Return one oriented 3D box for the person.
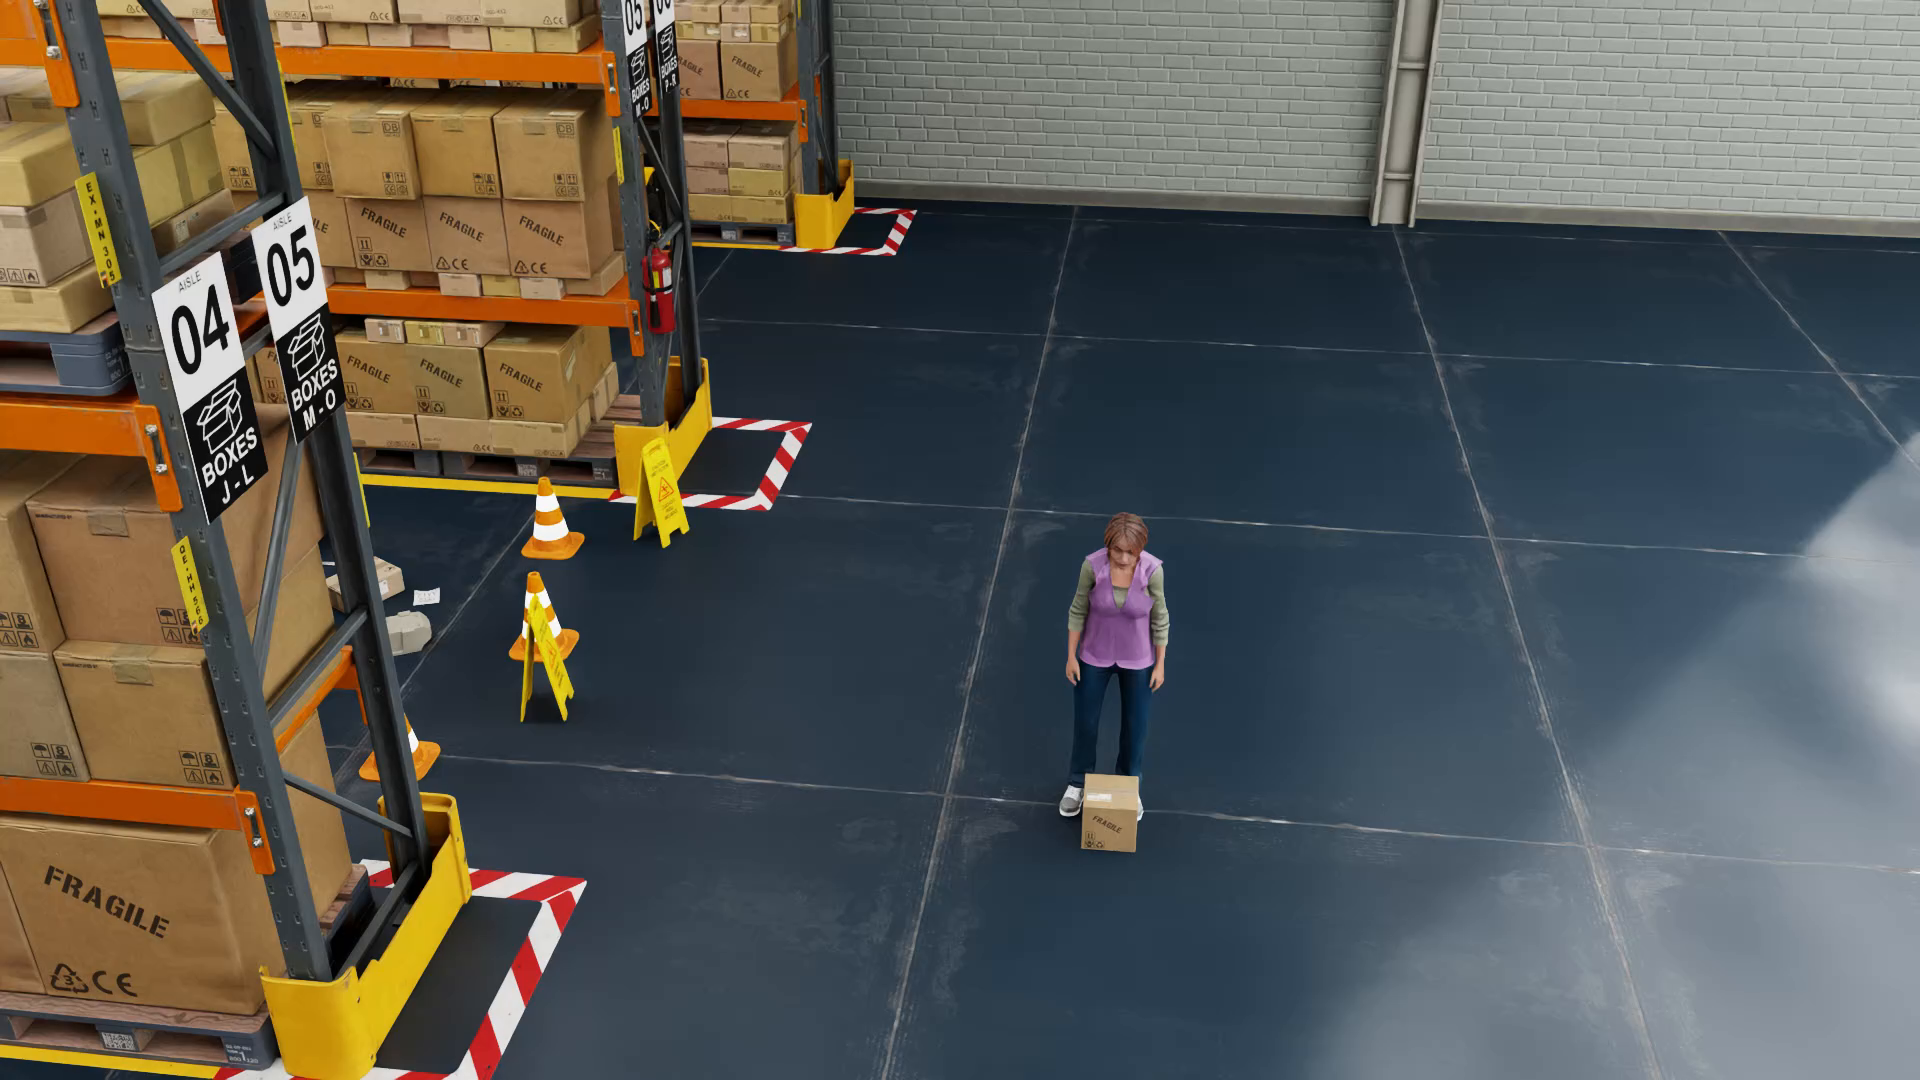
[{"bbox_3d":[0.715,0.562,7.612,0.462,1.593,0.343,4,29,7],"label":"person"}]
